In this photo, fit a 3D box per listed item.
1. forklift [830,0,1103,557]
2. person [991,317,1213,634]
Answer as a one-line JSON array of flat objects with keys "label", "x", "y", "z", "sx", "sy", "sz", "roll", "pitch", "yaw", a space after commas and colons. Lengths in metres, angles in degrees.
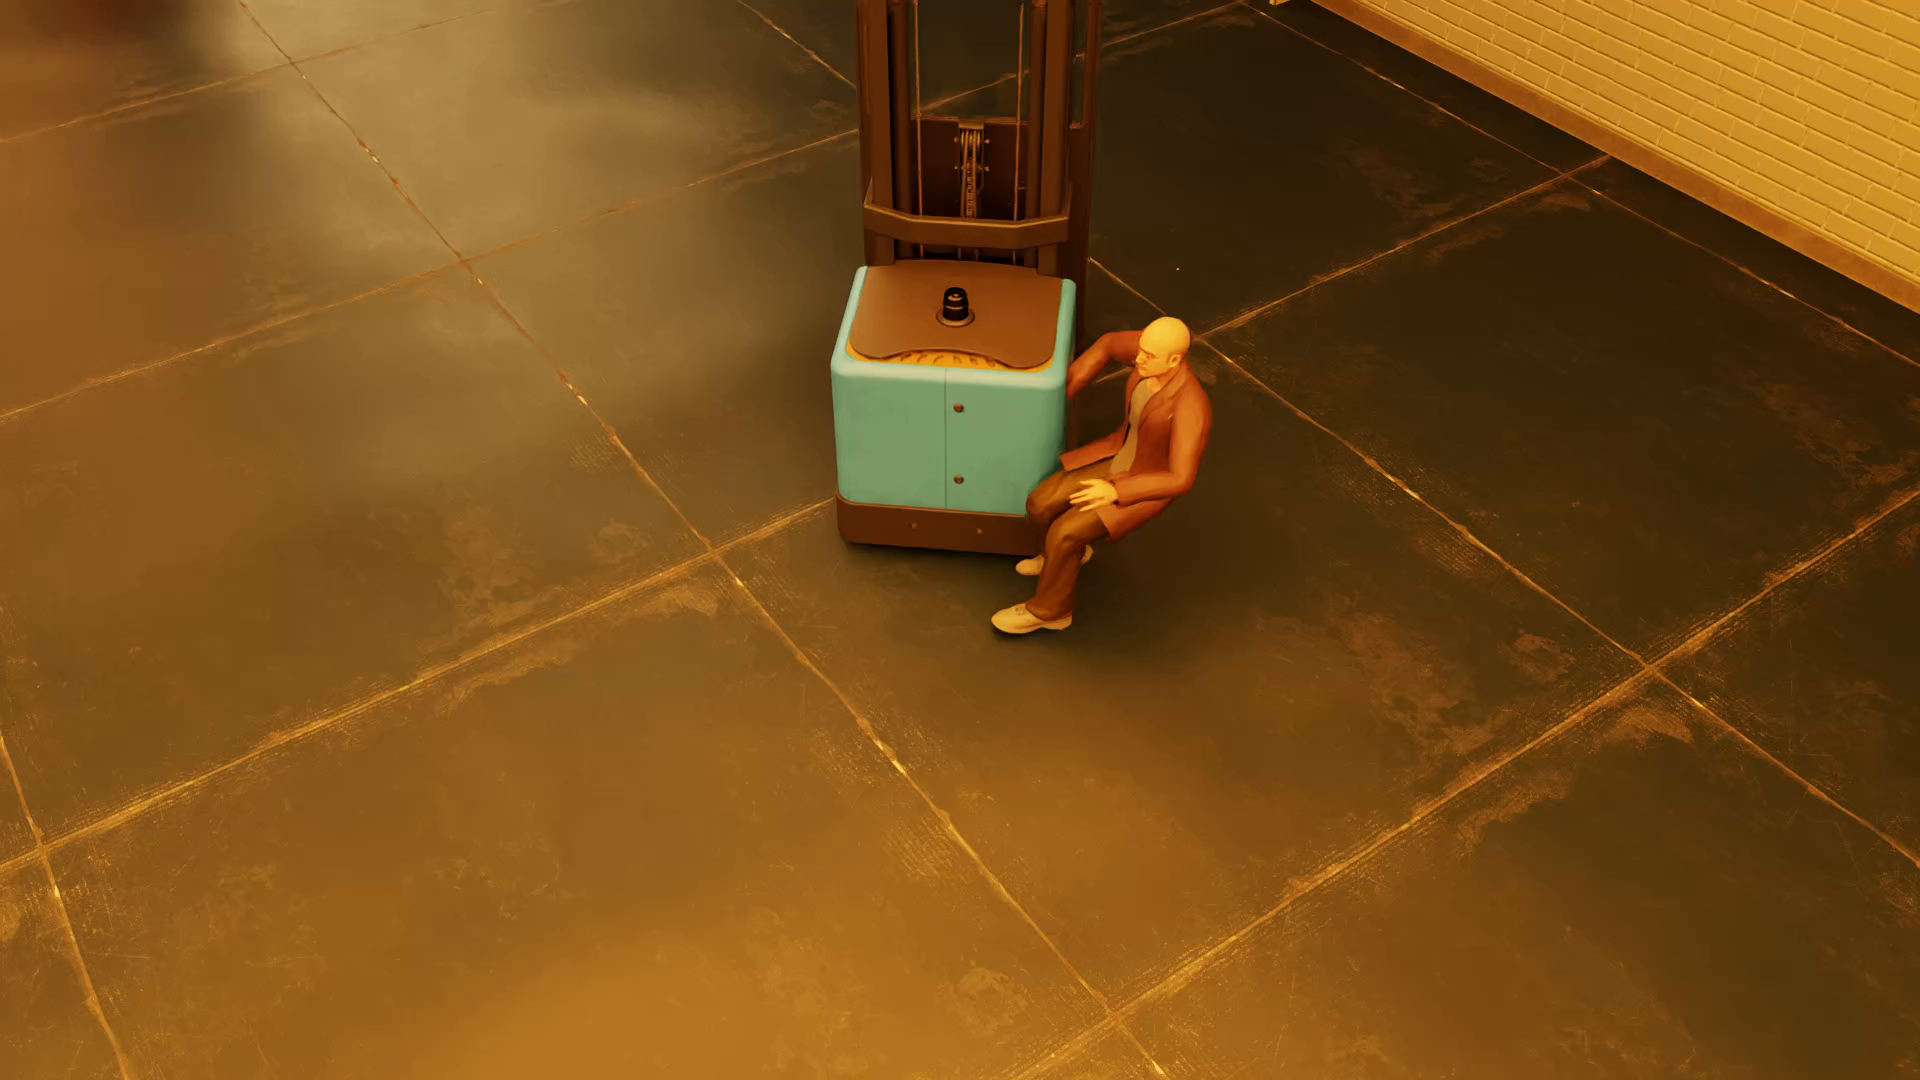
[{"label": "forklift", "x": 0.106, "y": -1.999, "z": 7.885, "sx": 1.130, "sy": 2.935, "sz": 3.031, "roll": 4, "pitch": 43, "yaw": 5}, {"label": "person", "x": 0.560, "y": -0.252, "z": 7.054, "sx": 0.901, "sy": 1.545, "sz": 0.944, "roll": -21, "pitch": 46, "yaw": -21}]
